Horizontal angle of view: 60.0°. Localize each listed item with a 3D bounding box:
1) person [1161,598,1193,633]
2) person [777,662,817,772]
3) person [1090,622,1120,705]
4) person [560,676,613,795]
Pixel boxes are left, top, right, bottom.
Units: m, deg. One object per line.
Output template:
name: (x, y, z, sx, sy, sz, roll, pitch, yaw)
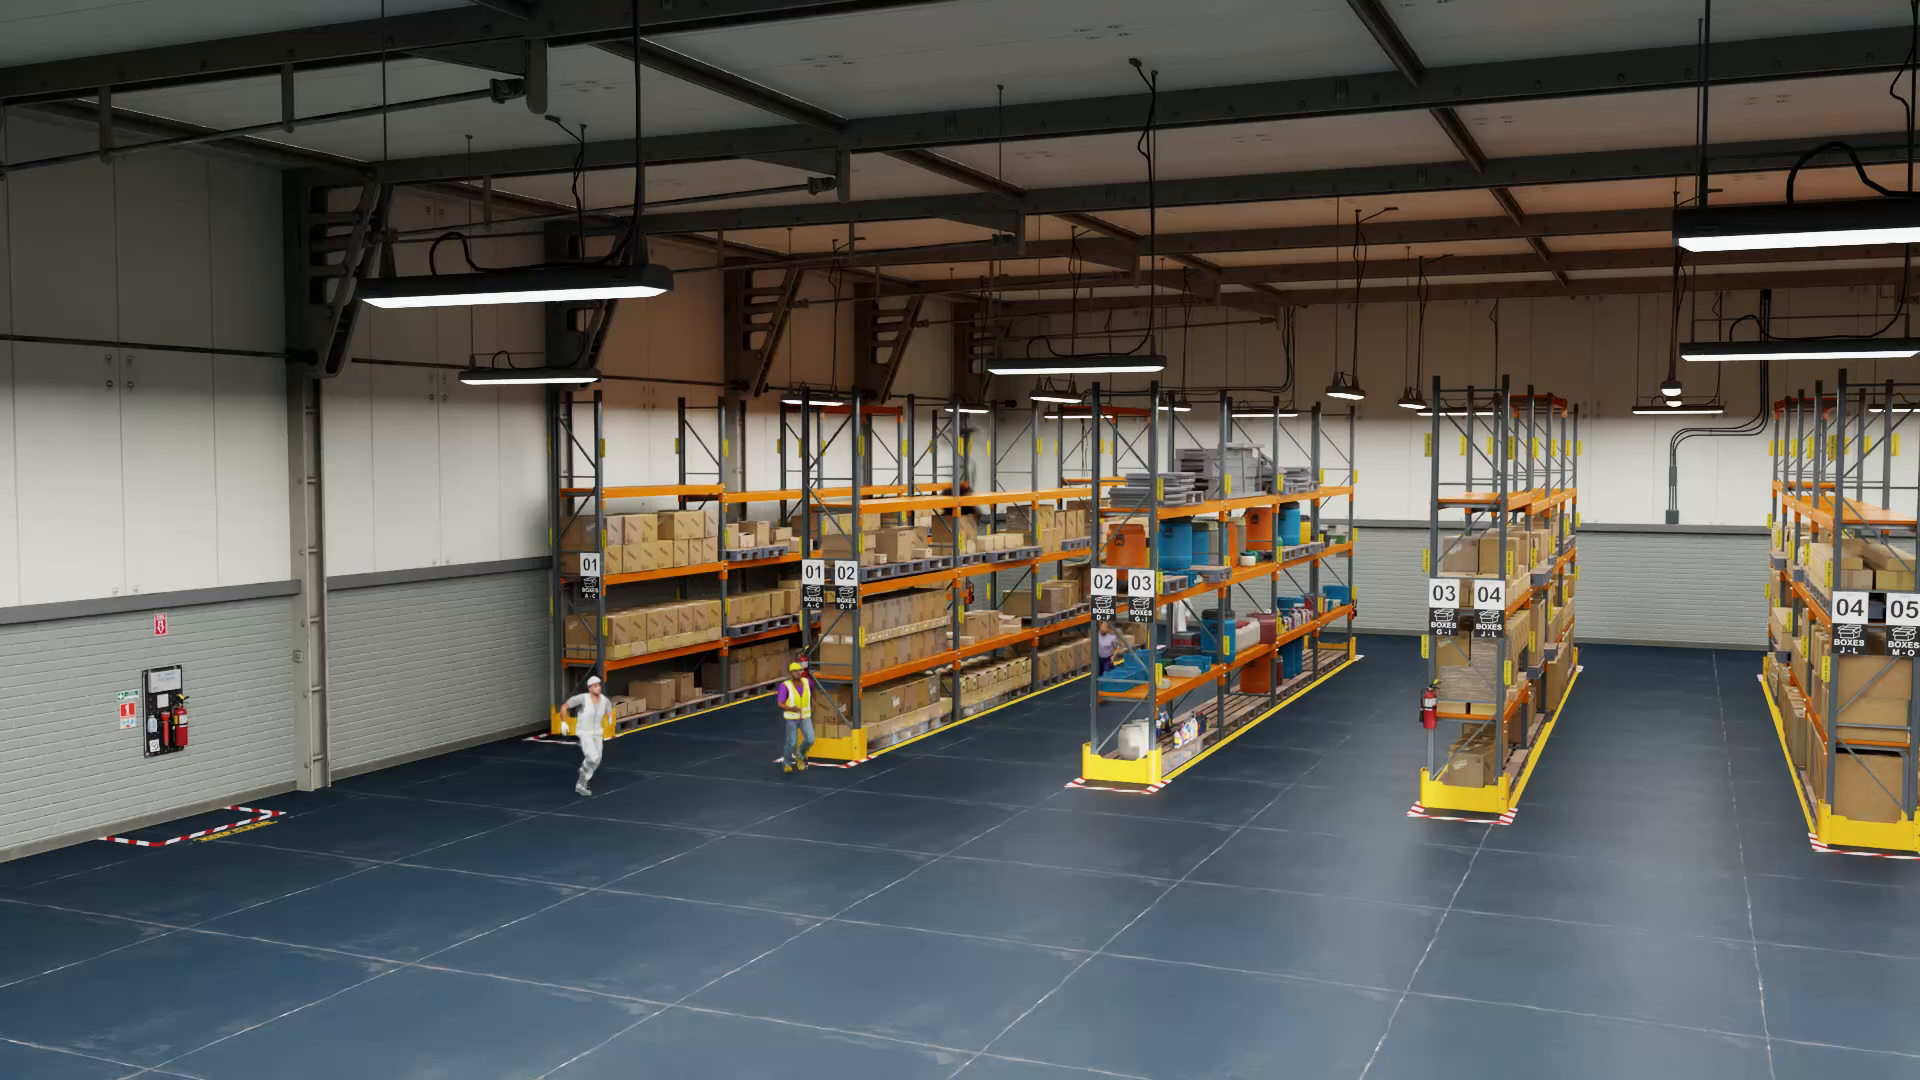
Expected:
person: (4.979, 1.965, 38.326, 0.710, 1.771, 1.034, 1, 3, 14)
person: (-2.458, 2.716, 25.413, 0.717, 1.714, 0.802, -1, 3, -25)
person: (2.828, 2.409, 32.575, 0.595, 1.590, 0.561, 1, 3, 17)
person: (-5.278, 2.813, 23.818, 0.709, 1.726, 0.689, -3, 4, -42)
